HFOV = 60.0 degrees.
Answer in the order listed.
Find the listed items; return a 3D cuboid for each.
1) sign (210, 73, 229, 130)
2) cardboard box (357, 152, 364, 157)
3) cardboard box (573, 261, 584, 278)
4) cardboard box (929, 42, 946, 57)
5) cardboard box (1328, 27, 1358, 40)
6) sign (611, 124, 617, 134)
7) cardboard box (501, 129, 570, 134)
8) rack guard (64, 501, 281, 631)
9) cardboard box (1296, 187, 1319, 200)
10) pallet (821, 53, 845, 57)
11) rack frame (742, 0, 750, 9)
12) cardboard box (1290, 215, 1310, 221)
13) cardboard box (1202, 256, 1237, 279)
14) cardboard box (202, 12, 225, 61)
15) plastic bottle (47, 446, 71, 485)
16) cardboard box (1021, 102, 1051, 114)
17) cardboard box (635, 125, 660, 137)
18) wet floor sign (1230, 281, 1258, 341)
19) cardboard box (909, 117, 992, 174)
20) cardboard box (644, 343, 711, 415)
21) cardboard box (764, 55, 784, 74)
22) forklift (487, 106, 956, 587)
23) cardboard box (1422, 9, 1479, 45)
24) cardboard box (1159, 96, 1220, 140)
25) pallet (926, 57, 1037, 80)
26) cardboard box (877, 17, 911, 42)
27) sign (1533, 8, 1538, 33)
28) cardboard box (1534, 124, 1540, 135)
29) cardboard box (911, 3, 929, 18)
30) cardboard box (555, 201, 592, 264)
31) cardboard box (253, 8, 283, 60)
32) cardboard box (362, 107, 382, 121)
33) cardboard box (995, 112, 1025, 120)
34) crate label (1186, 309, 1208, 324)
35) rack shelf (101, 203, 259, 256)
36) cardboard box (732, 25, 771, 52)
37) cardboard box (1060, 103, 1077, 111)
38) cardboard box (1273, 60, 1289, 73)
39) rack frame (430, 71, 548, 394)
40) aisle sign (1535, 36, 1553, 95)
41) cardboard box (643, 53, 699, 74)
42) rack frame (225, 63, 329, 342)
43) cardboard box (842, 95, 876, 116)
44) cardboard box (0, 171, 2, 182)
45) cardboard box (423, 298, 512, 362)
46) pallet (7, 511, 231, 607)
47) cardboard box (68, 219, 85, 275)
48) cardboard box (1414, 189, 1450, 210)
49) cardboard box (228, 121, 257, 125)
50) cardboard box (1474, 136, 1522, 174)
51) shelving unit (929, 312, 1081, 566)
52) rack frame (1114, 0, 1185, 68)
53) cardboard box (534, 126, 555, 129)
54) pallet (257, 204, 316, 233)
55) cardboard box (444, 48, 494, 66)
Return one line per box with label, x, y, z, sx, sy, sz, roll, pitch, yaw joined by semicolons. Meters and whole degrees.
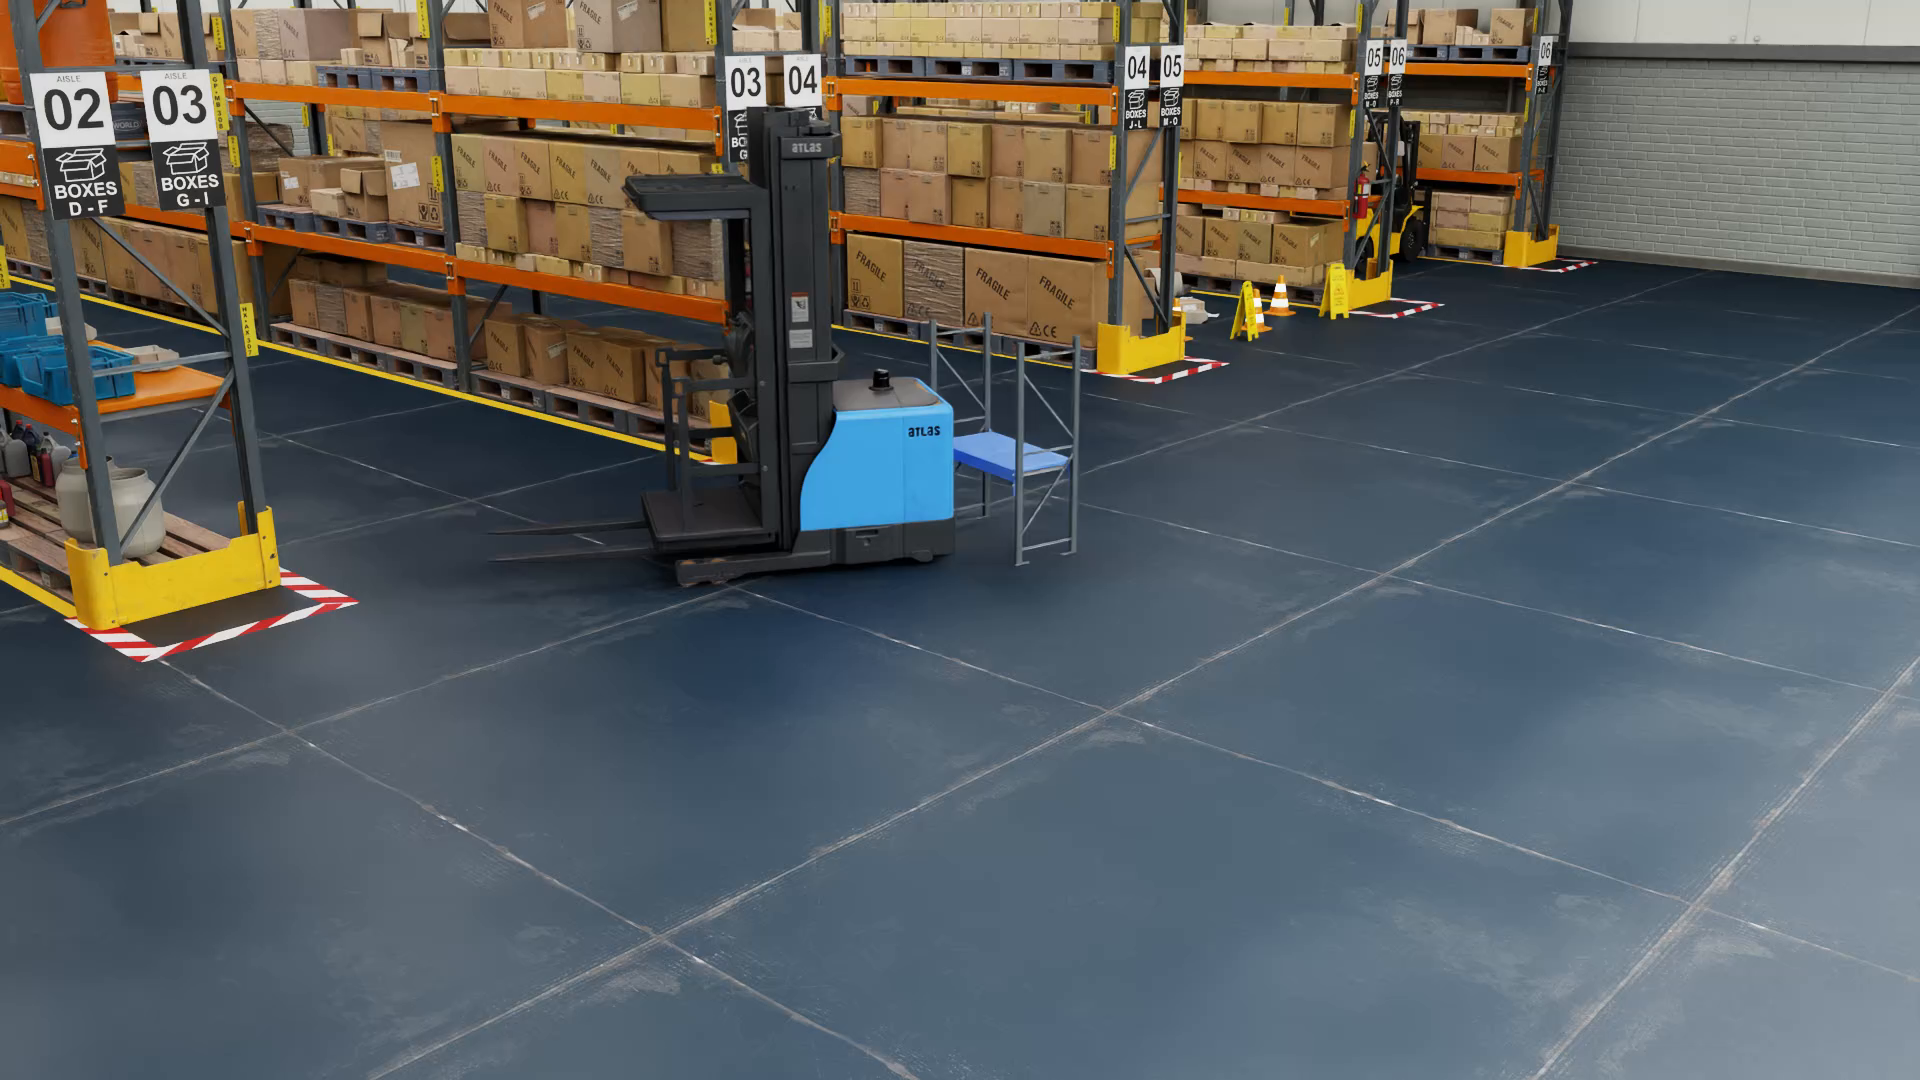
sign;-4.411;-2.602;9.877;0.005;0.325;0.100;15;23;39
cardboard box;-9.211;-6.031;26.072;0.250;0.149;0.380;15;23;39
cardboard box;-3.174;-2.399;14.626;0.250;0.149;0.380;15;23;39
cardboard box;-0.115;-5.222;17.705;0.250;0.149;0.380;15;23;39
cardboard box;4.638;-6.098;20.005;0.250;0.149;0.380;15;23;40
sign;-4.460;-5.262;21.451;0.005;0.325;0.100;15;23;39
cardboard box;-3.964;-3.606;15.704;0.500;0.500;0.500;15;23;39
rack guard;-4.867;0.143;10.335;0.348;0.500;1.175;15;23;39
cardboard box;4.402;-4.339;20.741;0.250;0.149;0.380;15;23;39
pallet;-1.414;-7.470;25.544;1.003;0.211;1.213;16;24;42
rack frame;-3.889;-9.676;27.223;0.127;3.000;1.000;15;23;39
cardboard box;4.255;-3.987;21.827;0.500;0.500;0.500;14;22;37
cardboard box;3.526;-3.607;21.871;0.500;0.250;0.500;14;22;37
cardboard box;-7.979;-5.556;18.336;0.797;0.503;0.637;-17;24;-42
plastic bottle;-6.594;-0.558;12.185;0.135;0.276;0.152;16;23;40
cardboard box;1.076;-6.086;23.405;0.250;0.149;0.380;14;22;38
cardboard box;-3.778;-5.305;21.549;0.500;0.500;0.700;15;23;39
wet floor sign;3.212;-2.586;18.695;0.232;0.644;0.267;11;20;30
cardboard box;-0.061;-4.350;18.327;0.550;0.550;0.875;15;23;39
cardboard box;-2.417;-1.415;14.549;0.500;0.500;0.500;-11;21;-31
cardboard box;-1.544;-3.820;13.321;0.250;0.149;0.380;15;23;39
forklift;-1.604;-1.273;10.776;3.031;2.935;1.130;-5;18;-15
cardboard box;7.186;-7.518;24.357;0.500;0.500;0.700;15;23;40
cardboard box;3.005;-5.524;21.749;0.500;0.500;0.700;14;23;38
pallet;0.398;-5.045;17.739;1.213;0.211;1.003;15;23;39
cardboard box;-0.557;-5.555;18.094;0.500;0.250;0.500;15;23;39
sign;8.008;-7.224;23.125;0.005;0.325;0.100;15;23;39
cardboard box;8.297;-6.014;24.365;0.250;0.149;0.380;14;23;38
cardboard box;-0.305;-5.653;17.745;0.250;0.149;0.380;15;23;40
cardboard box;-3.050;-2.757;14.683;0.500;0.500;0.875;15;23;39
cardboard box;-6.917;-5.231;17.186;0.500;0.500;0.500;15;23;40
cardboard box;-8.792;-6.684;25.404;0.500;0.500;0.500;14;22;38
cardboard box;0.843;-5.844;23.717;0.500;0.500;0.500;16;24;41
crate label;2.797;-2.661;19.770;0.298;0.136;0.250;4;18;11
rack shelf;-8.971;-3.829;19.909;4.000;0.370;1.077;15;23;39
cardboard box;-2.572;-6.007;19.909;0.500;0.311;0.500;14;22;37
cardboard box;2.114;-7.523;29.499;0.500;0.500;0.500;16;24;42
cardboard box;4.105;-5.895;20.683;0.250;0.149;0.380;15;23;40
rack frame;-4.483;-2.968;16.004;0.127;3.000;1.000;15;23;39
aisle sign;8.233;-6.690;23.435;0.004;0.787;0.394;15;23;39
cardboard box;-2.300;-3.807;13.278;0.250;0.149;0.380;14;22;37
rack frame;-7.475;-3.771;18.535;0.127;3.000;1.000;15;23;39
cardboard box;-1.457;-6.582;25.574;0.500;0.500;0.500;14;23;38
cardboard box;-13.027;-5.009;22.851;0.250;0.149;0.380;14;23;38
cardboard box;-4.928;-2.114;16.719;0.500;0.500;0.700;13;22;35
pallet;-5.471;0.116;10.896;1.213;0.211;1.003;15;23;39
cardboard box;-11.580;-4.093;22.367;0.875;0.875;0.875;15;23;39
cardboard box;7.057;-5.119;24.980;0.500;0.250;0.500;15;23;40
cardboard box;-8.497;-4.579;19.256;0.637;0.503;0.797;16;23;40
cardboard box;7.836;-5.617;24.188;0.500;0.500;0.500;14;23;38
shelving unit;0.289;-0.714;11.382;0.538;1.500;1.048;-12;21;-33
rack frame;1.877;-6.126;16.038;0.127;3.000;1.000;15;23;39
cardboard box;-5.897;-5.795;23.649;0.250;0.149;0.380;14;22;38
pallet;-6.871;-3.560;18.189;1.003;0.211;1.213;15;23;39
cardboard box;-4.445;-4.381;15.087;0.250;0.149;0.380;14;22;38
